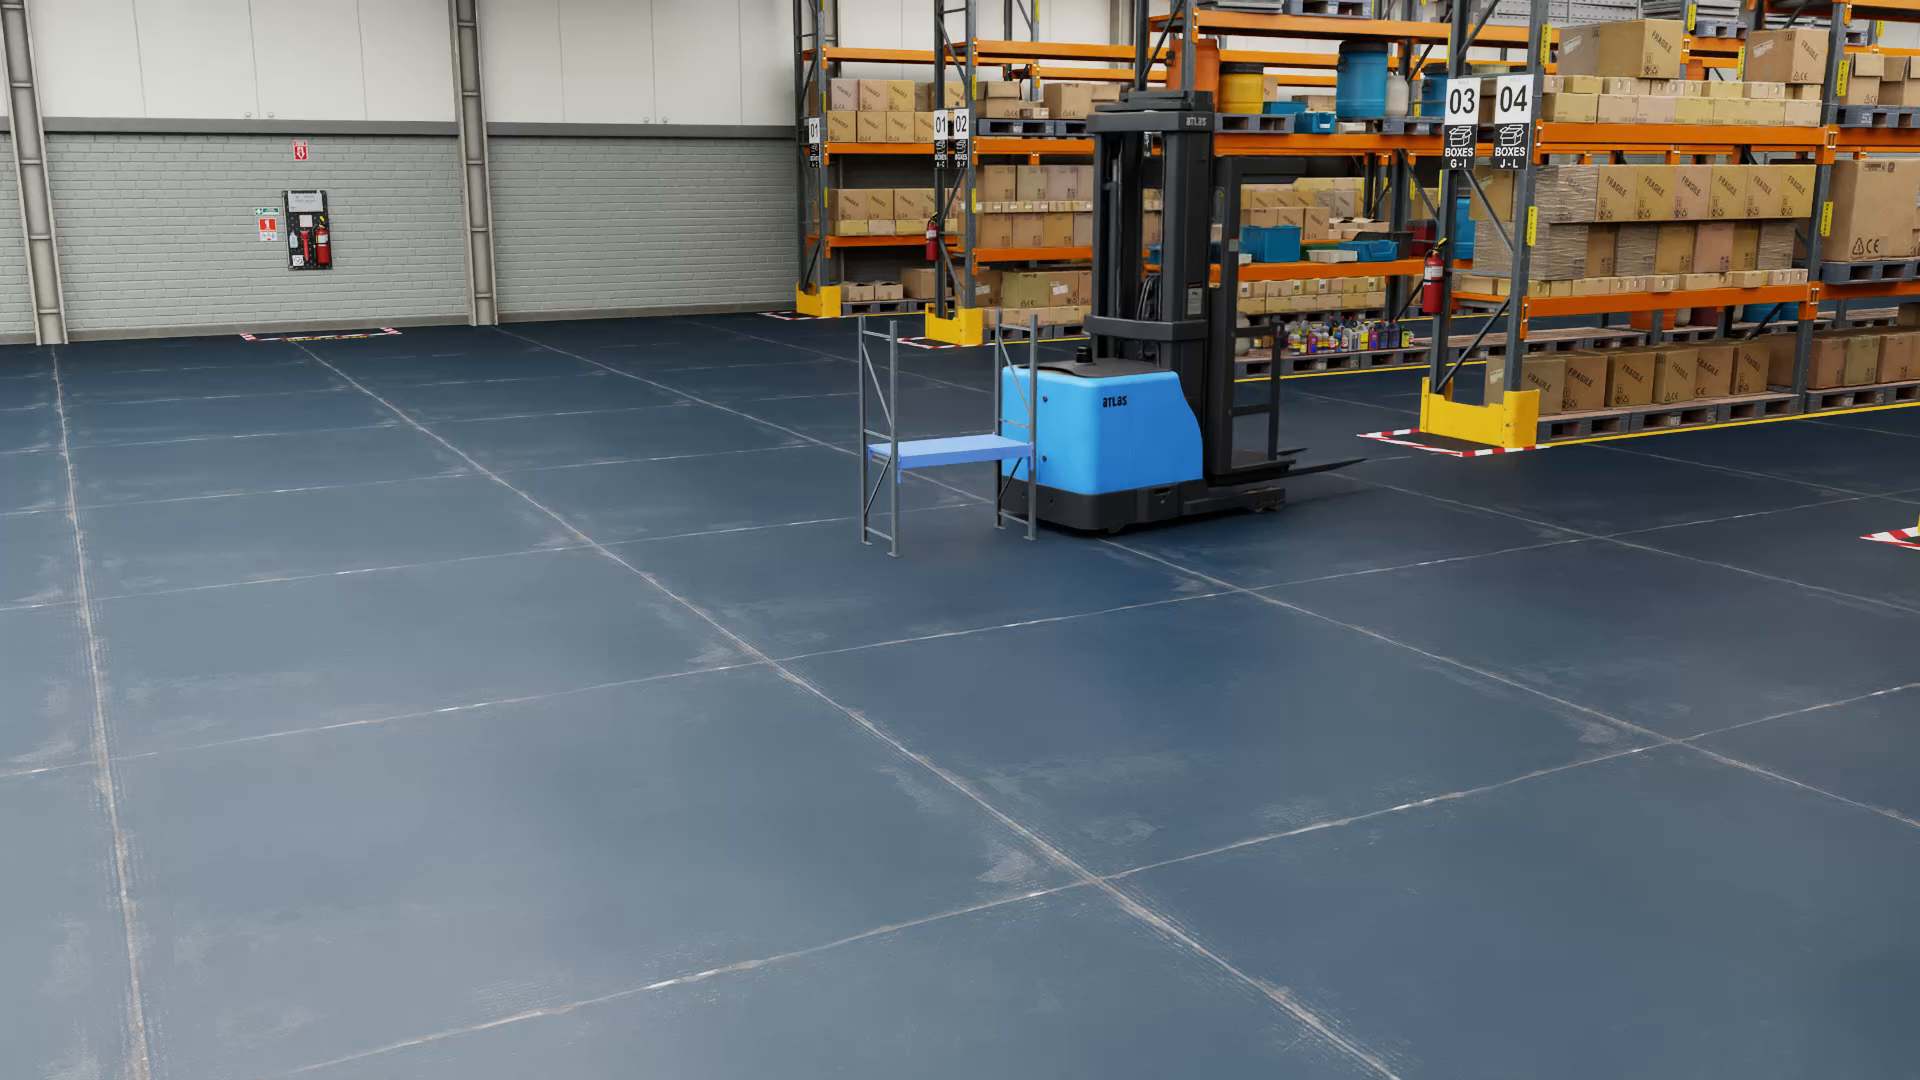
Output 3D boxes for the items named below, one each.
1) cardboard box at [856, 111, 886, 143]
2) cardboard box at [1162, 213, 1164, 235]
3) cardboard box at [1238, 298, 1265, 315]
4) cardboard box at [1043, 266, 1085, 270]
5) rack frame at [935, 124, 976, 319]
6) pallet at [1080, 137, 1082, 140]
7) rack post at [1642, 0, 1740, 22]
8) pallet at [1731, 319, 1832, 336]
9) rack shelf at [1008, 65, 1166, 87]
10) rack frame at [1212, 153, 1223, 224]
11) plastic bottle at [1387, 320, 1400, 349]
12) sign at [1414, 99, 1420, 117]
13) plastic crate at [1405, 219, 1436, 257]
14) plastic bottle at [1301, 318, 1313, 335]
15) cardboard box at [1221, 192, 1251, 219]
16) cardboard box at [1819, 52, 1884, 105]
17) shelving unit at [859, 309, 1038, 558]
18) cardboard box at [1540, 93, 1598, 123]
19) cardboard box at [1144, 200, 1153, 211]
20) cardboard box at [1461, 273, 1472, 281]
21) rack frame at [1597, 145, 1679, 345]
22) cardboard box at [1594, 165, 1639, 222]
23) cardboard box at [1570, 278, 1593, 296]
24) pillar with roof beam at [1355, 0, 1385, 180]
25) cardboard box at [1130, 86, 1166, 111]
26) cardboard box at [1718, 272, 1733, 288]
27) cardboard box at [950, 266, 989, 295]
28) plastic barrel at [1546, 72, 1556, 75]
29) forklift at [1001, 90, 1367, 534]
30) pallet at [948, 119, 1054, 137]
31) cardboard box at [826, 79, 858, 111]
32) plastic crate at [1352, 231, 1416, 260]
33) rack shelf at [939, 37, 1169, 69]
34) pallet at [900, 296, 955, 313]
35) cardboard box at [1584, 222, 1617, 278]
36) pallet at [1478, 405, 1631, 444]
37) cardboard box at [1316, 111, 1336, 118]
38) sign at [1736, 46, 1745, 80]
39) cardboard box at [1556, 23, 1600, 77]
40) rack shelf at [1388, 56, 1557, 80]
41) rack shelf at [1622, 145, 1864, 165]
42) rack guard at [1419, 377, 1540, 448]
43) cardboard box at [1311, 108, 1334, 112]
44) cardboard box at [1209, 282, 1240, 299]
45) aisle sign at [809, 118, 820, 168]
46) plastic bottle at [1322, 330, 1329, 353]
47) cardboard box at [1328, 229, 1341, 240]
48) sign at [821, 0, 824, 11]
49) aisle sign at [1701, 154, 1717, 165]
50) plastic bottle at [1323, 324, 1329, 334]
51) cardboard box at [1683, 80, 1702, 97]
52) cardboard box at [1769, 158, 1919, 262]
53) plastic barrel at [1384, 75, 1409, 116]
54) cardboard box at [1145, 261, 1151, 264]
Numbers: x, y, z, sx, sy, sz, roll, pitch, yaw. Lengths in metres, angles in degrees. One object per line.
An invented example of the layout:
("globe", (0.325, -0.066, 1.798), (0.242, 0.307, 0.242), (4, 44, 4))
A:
("cardboard box", (-1.546, -6.815, 27.452), (0.500, 0.500, 0.500), (-6, 14, -24))
("cardboard box", (3.053, -4.723, 25.038), (0.500, 0.500, 0.700), (-7, 15, -29))
("cardboard box", (4.362, -3.634, 25.732), (0.500, 0.250, 0.500), (-6, 14, -26))
("cardboard box", (1.567, -3.805, 24.784), (0.500, 0.500, 0.500), (-7, 14, -28))
("rack frame", (-0.071, -4.302, 23.392), (0.127, 3.000, 1.000), (-7, 14, -28))
("pallet", (2.565, -7.203, 29.878), (1.003, 0.211, 1.213), (-7, 14, -28))
("rack post", (9.937, -7.162, 22.612), (0.937, 0.300, 0.954), (-7, 14, -28))
("pallet", (12.134, -3.176, 24.739), (1.213, 0.211, 1.003), (-7, 14, -28))
("rack shelf", (2.818, -8.268, 29.901), (4.000, 0.370, 1.077), (-7, 14, -28))
("rack frame", (4.574, -6.098, 31.372), (0.127, 3.000, 1.000), (-7, 14, -28))
("plastic bottle", (5.383, -2.567, 20.713), (0.185, 0.351, 0.144), (-7, 15, -29))
("sign", (7.209, -6.790, 26.258), (0.005, 0.325, 0.100), (-7, 14, -28))
("plastic crate", (6.088, -3.909, 21.500), (0.583, 0.464, 0.402), (-7, 14, -28))
("plastic bottle", (4.364, -2.620, 20.952), (0.185, 0.351, 0.144), (-7, 14, -28))
("cardboard box", (5.123, -6.303, 31.334), (0.500, 0.500, 0.500), (-6, 14, -26))
("cardboard box", (8.643, -4.562, 16.525), (0.637, 0.503, 0.797), (-8, 15, -31))
("shelving unit", (-0.075, -0.723, 10.905), (1.048, 1.500, 0.538), (-7, 14, -28))
("cardboard box", (5.219, -3.783, 14.598), (0.500, 0.250, 0.500), (-6, 14, -26))
("cardboard box", (2.627, -4.936, 24.507), (0.250, 0.149, 0.380), (-7, 14, -28))
("cardboard box", (8.387, -4.239, 27.805), (0.500, 0.500, 0.500), (-7, 14, -29))
("rack frame", (9.321, -4.188, 22.888), (0.127, 3.000, 1.000), (-7, 14, -28))
("cardboard box", (5.728, -3.131, 15.005), (0.500, 0.500, 0.500), (-7, 14, -28))
("cardboard box", (5.492, -2.300, 15.068), (0.250, 0.149, 0.380), (-7, 14, -28))
("pillar with roof beam", (10.347, -8.856, 29.964), (0.400, 9.000, 9.100), (-7, 14, -28))
("cardboard box", (2.871, -6.506, 24.850), (0.500, 0.500, 0.500), (-6, 14, -23))
("cardboard box", (7.214, -2.523, 16.062), (0.250, 0.149, 0.380), (-7, 14, -28))
("cardboard box", (0.171, -4.555, 29.209), (0.500, 0.500, 0.500), (-8, 15, -32))
("plastic barrel", (7.922, -5.748, 22.008), (0.708, 0.830, 0.600), (-7, 14, -28))
("forklift", (1.751, -1.706, 12.014), (3.031, 2.935, 1.130), (-9, 16, -36))
("pallet", (0.562, -5.791, 23.381), (1.213, 0.211, 1.003), (-7, 14, -28))
("cardboard box", (-1.994, -7.259, 27.152), (0.500, 0.500, 0.500), (-8, 15, -32))
("plastic crate", (5.289, -3.707, 20.889), (0.504, 0.338, 0.767), (-7, 14, -28))
("rack shelf", (1.684, -6.893, 23.791), (4.000, 0.370, 1.077), (-7, 14, -28))
("pallet", (-0.582, -4.110, 28.890), (1.213, 0.211, 1.003), (-7, 14, -28))
("cardboard box", (5.549, -2.714, 15.434), (0.500, 0.500, 0.875), (-7, 14, -28))
("pallet", (5.469, -1.119, 15.598), (1.213, 0.211, 1.003), (-7, 14, -28))
("cardboard box", (5.620, -6.563, 25.994), (0.500, 0.250, 0.500), (-7, 15, -29))
("sign", (7.914, -4.827, 16.821), (0.005, 0.325, 0.100), (-7, 14, -28))
("cardboard box", (5.911, -4.505, 15.421), (0.500, 0.500, 0.500), (-7, 14, -28))
("rack shelf", (8.706, -7.734, 27.531), (4.000, 0.370, 1.077), (-7, 14, -28))
("rack shelf", (11.076, -5.511, 23.573), (4.000, 0.370, 1.077), (-7, 14, -28))
("rack guard", (4.739, -1.181, 15.217), (0.348, 0.500, 1.175), (-7, 14, -28))
("cardboard box", (6.802, -8.103, 32.220), (0.500, 0.500, 0.700), (-7, 15, -29))
("cardboard box", (3.922, -3.855, 25.436), (0.500, 0.311, 0.500), (-7, 14, -28))
("aisle sign", (-2.368, -6.459, 27.056), (0.004, 0.787, 0.394), (-7, 14, -28))
("plastic bottle", (4.428, -2.408, 20.187), (0.097, 0.271, 0.097), (0, 13, 0))
("cardboard box", (5.858, -4.876, 26.515), (0.250, 0.149, 0.380), (-6, 14, -24))
("sign", (-2.188, -8.573, 26.398), (0.005, 0.325, 0.100), (-7, 14, -28))
("aisle sign", (13.892, -7.317, 30.869), (0.004, 0.787, 0.394), (-7, 14, -28))
("plastic bottle", (4.626, -2.604, 21.059), (0.097, 0.271, 0.097), (0, 13, 0))
("cardboard box", (6.603, -4.157, 15.350), (0.250, 0.149, 0.380), (-7, 15, -30))
("cardboard box", (8.947, -3.367, 16.917), (1.000, 1.000, 1.000), (-7, 14, -27))
("plastic barrel", (5.338, -5.483, 20.598), (0.421, 0.512, 0.421), (0, 13, 0))
("cardboard box", (3.459, -4.975, 31.075), (0.500, 0.500, 0.700), (-7, 14, -28))
